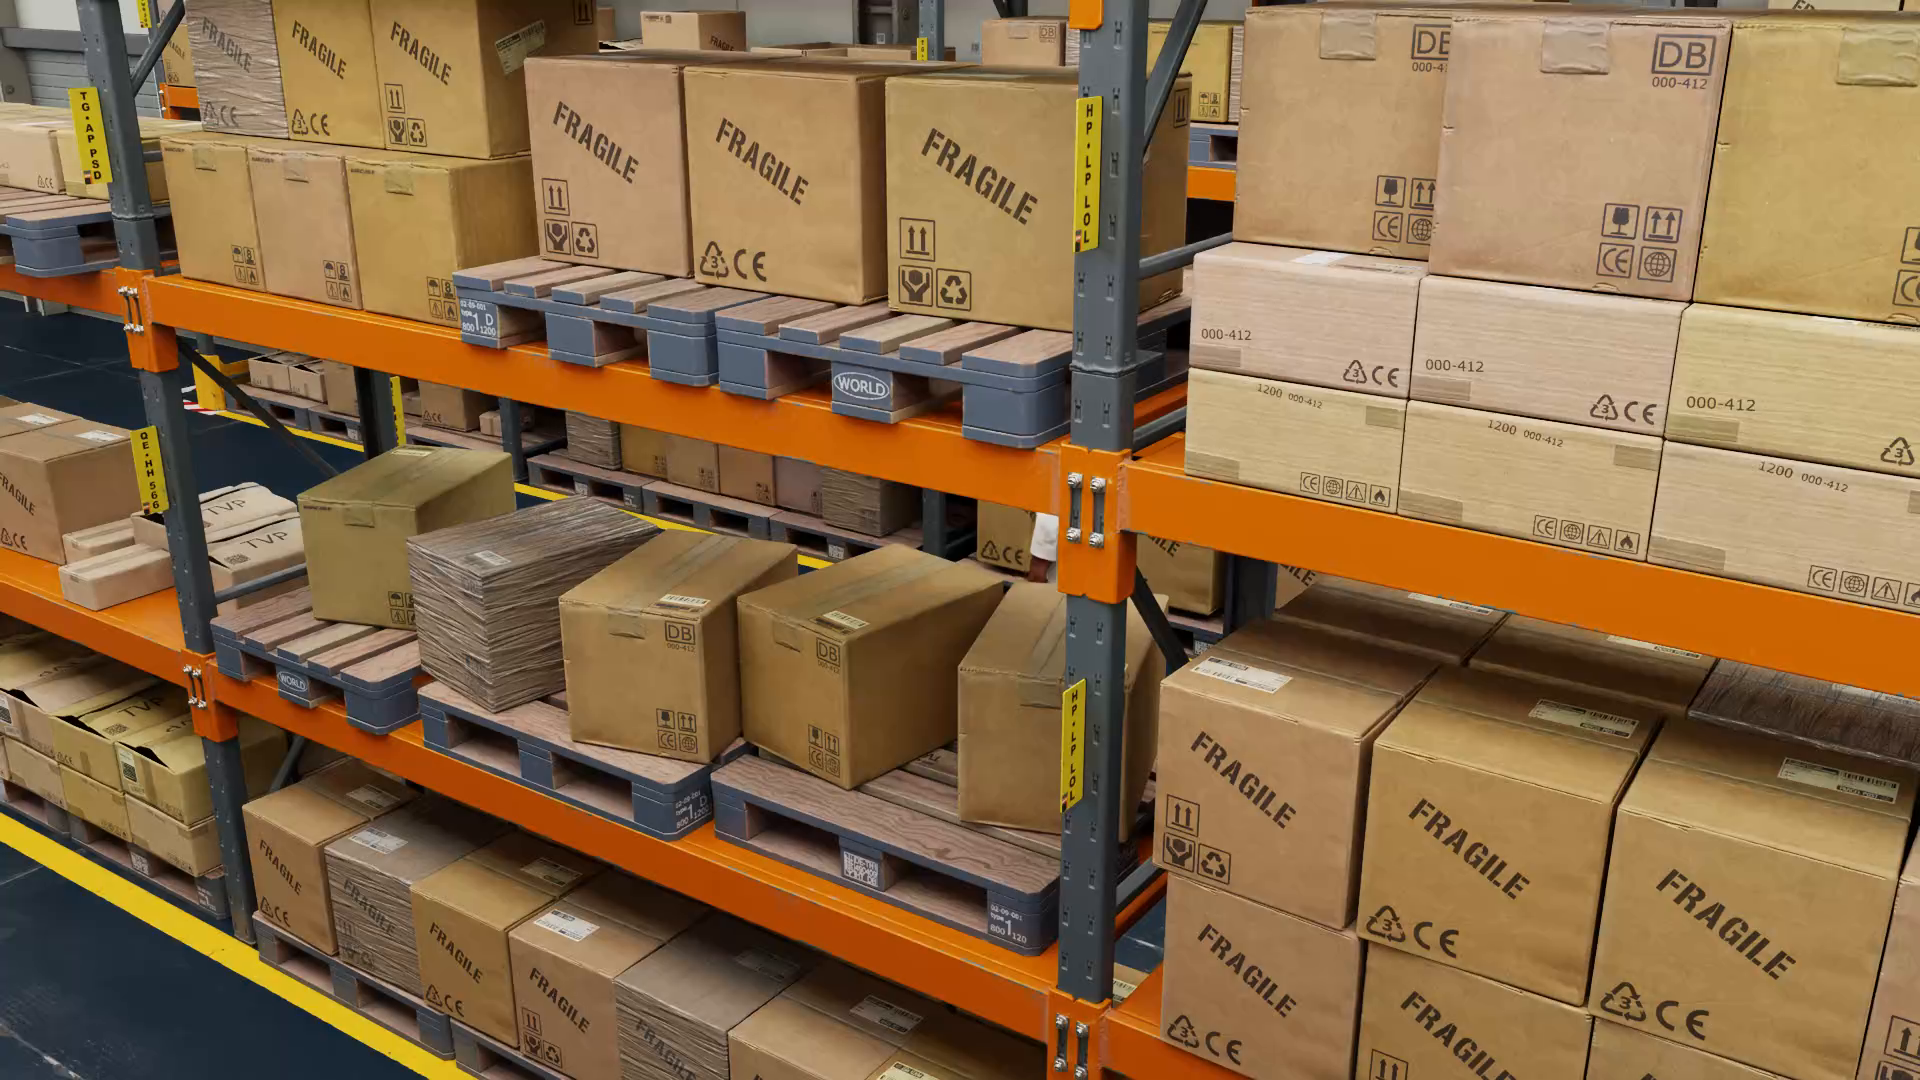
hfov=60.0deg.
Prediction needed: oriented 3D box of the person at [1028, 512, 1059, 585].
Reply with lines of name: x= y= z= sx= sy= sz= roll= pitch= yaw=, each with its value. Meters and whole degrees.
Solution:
person: x=0.532 y=0.316 z=8.056 sx=0.535 sy=1.757 sz=0.594 roll=12 pitch=23 yaw=31
